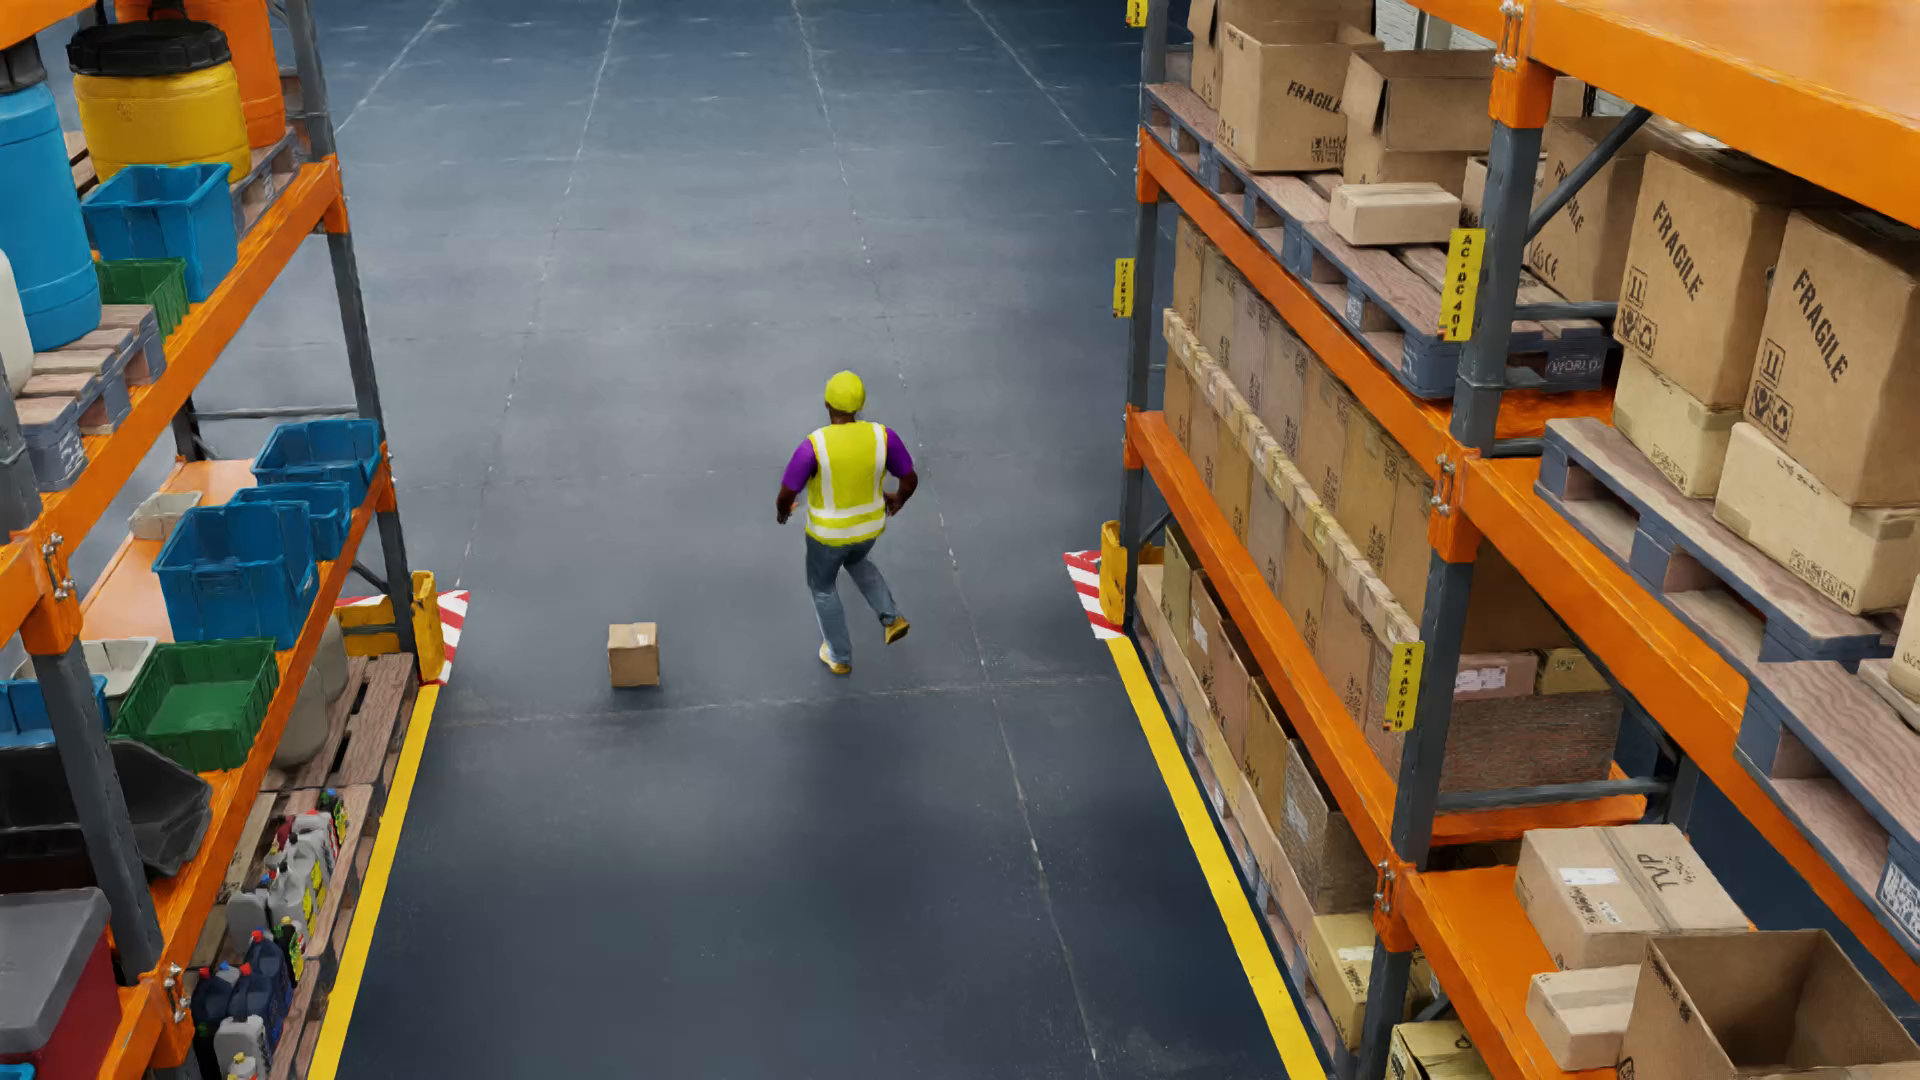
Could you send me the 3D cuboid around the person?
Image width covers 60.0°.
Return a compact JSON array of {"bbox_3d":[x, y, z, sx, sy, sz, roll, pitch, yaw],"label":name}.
[{"bbox_3d":[-0.638,-0.091,8.807,0.749,1.729,0.507,-15,31,-28],"label":"person"}]
